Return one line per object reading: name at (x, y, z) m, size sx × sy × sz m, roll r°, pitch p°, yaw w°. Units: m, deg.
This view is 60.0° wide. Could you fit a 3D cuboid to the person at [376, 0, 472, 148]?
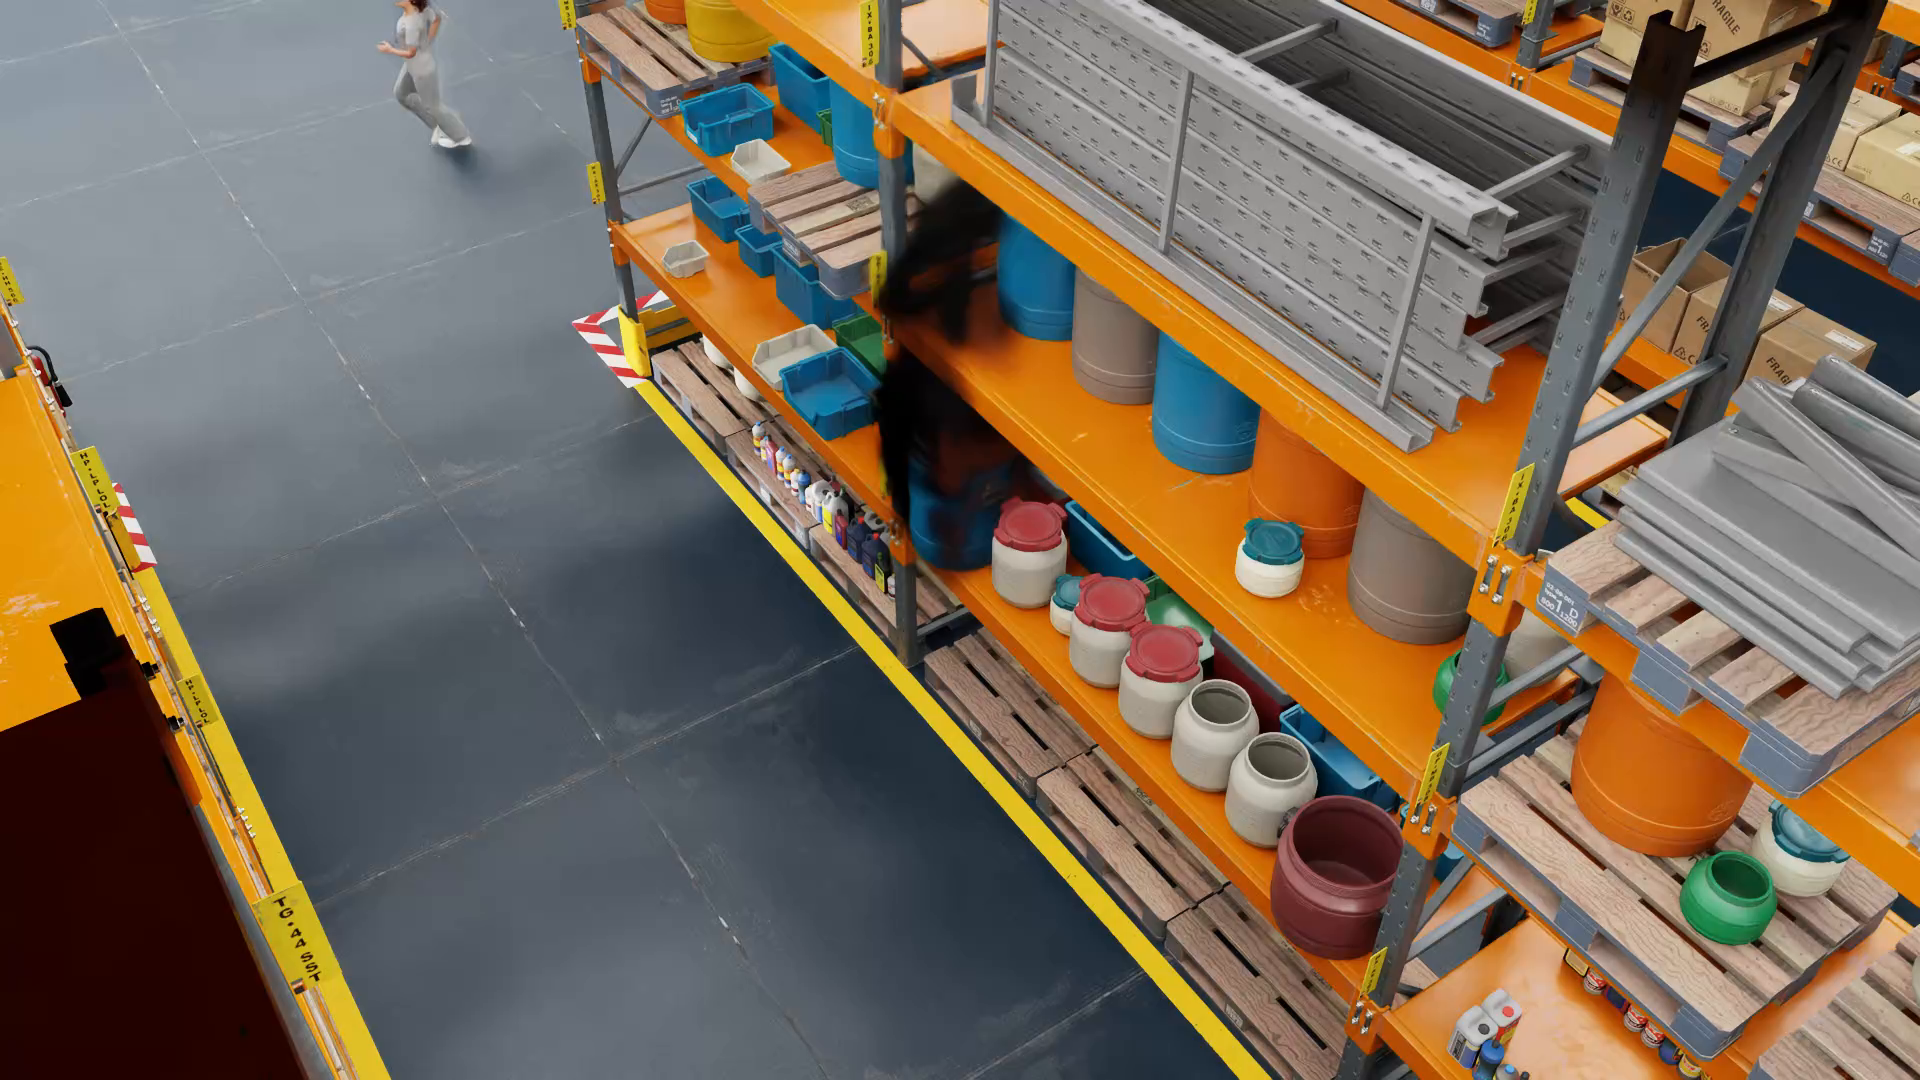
person at (-4.957, -4.332, 15.227) m, size 0.649 × 1.640 × 0.537 m, roll -10°, pitch 44°, yaw -11°
